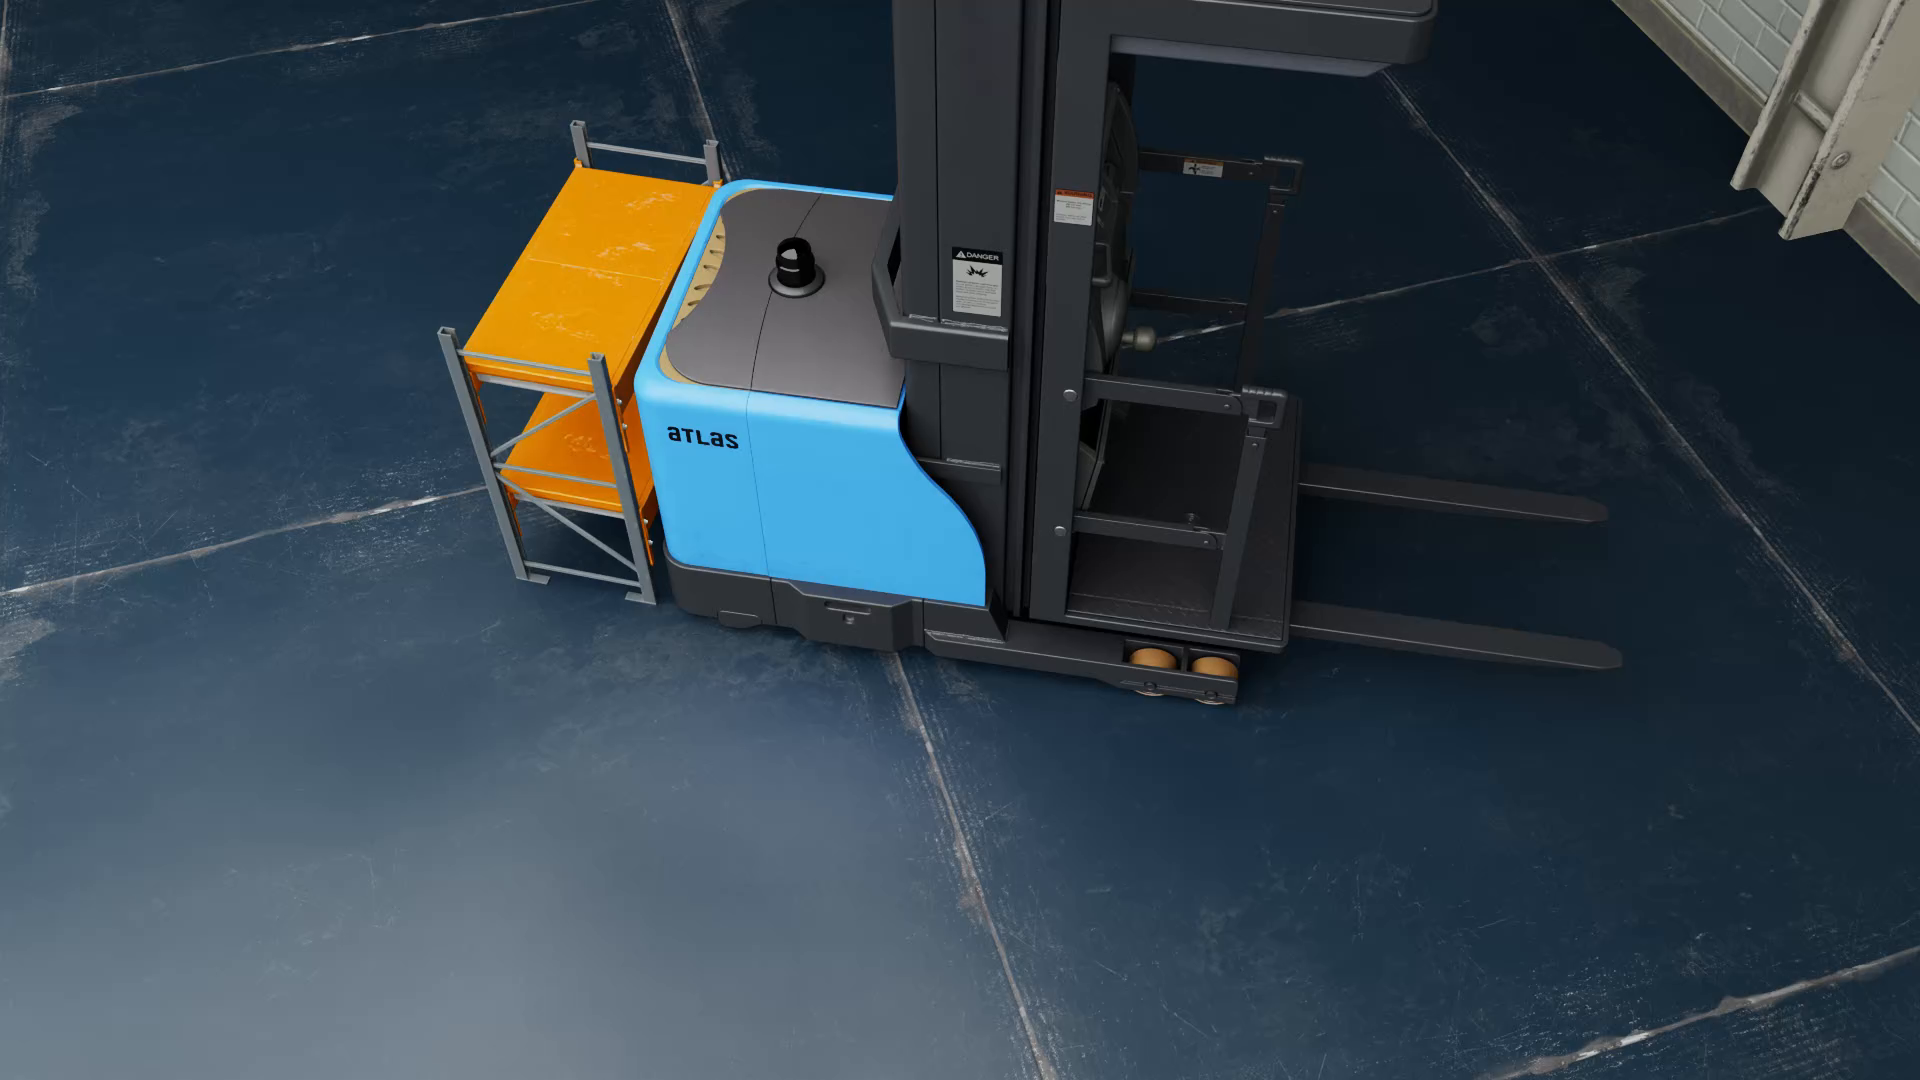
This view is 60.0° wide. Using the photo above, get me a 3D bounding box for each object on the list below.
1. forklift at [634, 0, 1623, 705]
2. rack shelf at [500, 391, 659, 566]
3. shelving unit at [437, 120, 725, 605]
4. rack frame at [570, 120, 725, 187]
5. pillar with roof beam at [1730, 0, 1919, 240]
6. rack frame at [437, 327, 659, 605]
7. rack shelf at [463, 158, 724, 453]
[{"bbox_3d":[0.613,-0.862,4.560,3.031,2.935,1.130,8,50,6],"label":"forklift"},{"bbox_3d":[-1.140,-0.419,5.688,0.538,0.278,1.000,10,51,8],"label":"rack shelf"},{"bbox_3d":[-1.140,-0.577,5.501,0.538,1.125,1.048,10,51,8],"label":"shelving unit"},{"bbox_3d":[-1.024,-0.955,5.820,0.500,1.125,0.032,10,51,8],"label":"rack frame"},{"bbox_3d":[-0.659,-3.327,2.669,9.100,9.000,0.400,-13,51,-11],"label":"pillar with roof beam"},{"bbox_3d":[-1.256,-0.199,5.182,0.500,1.125,0.032,10,51,8],"label":"rack frame"},{"bbox_3d":[-1.140,-0.766,5.277,0.538,0.278,1.000,10,51,8],"label":"rack shelf"}]
